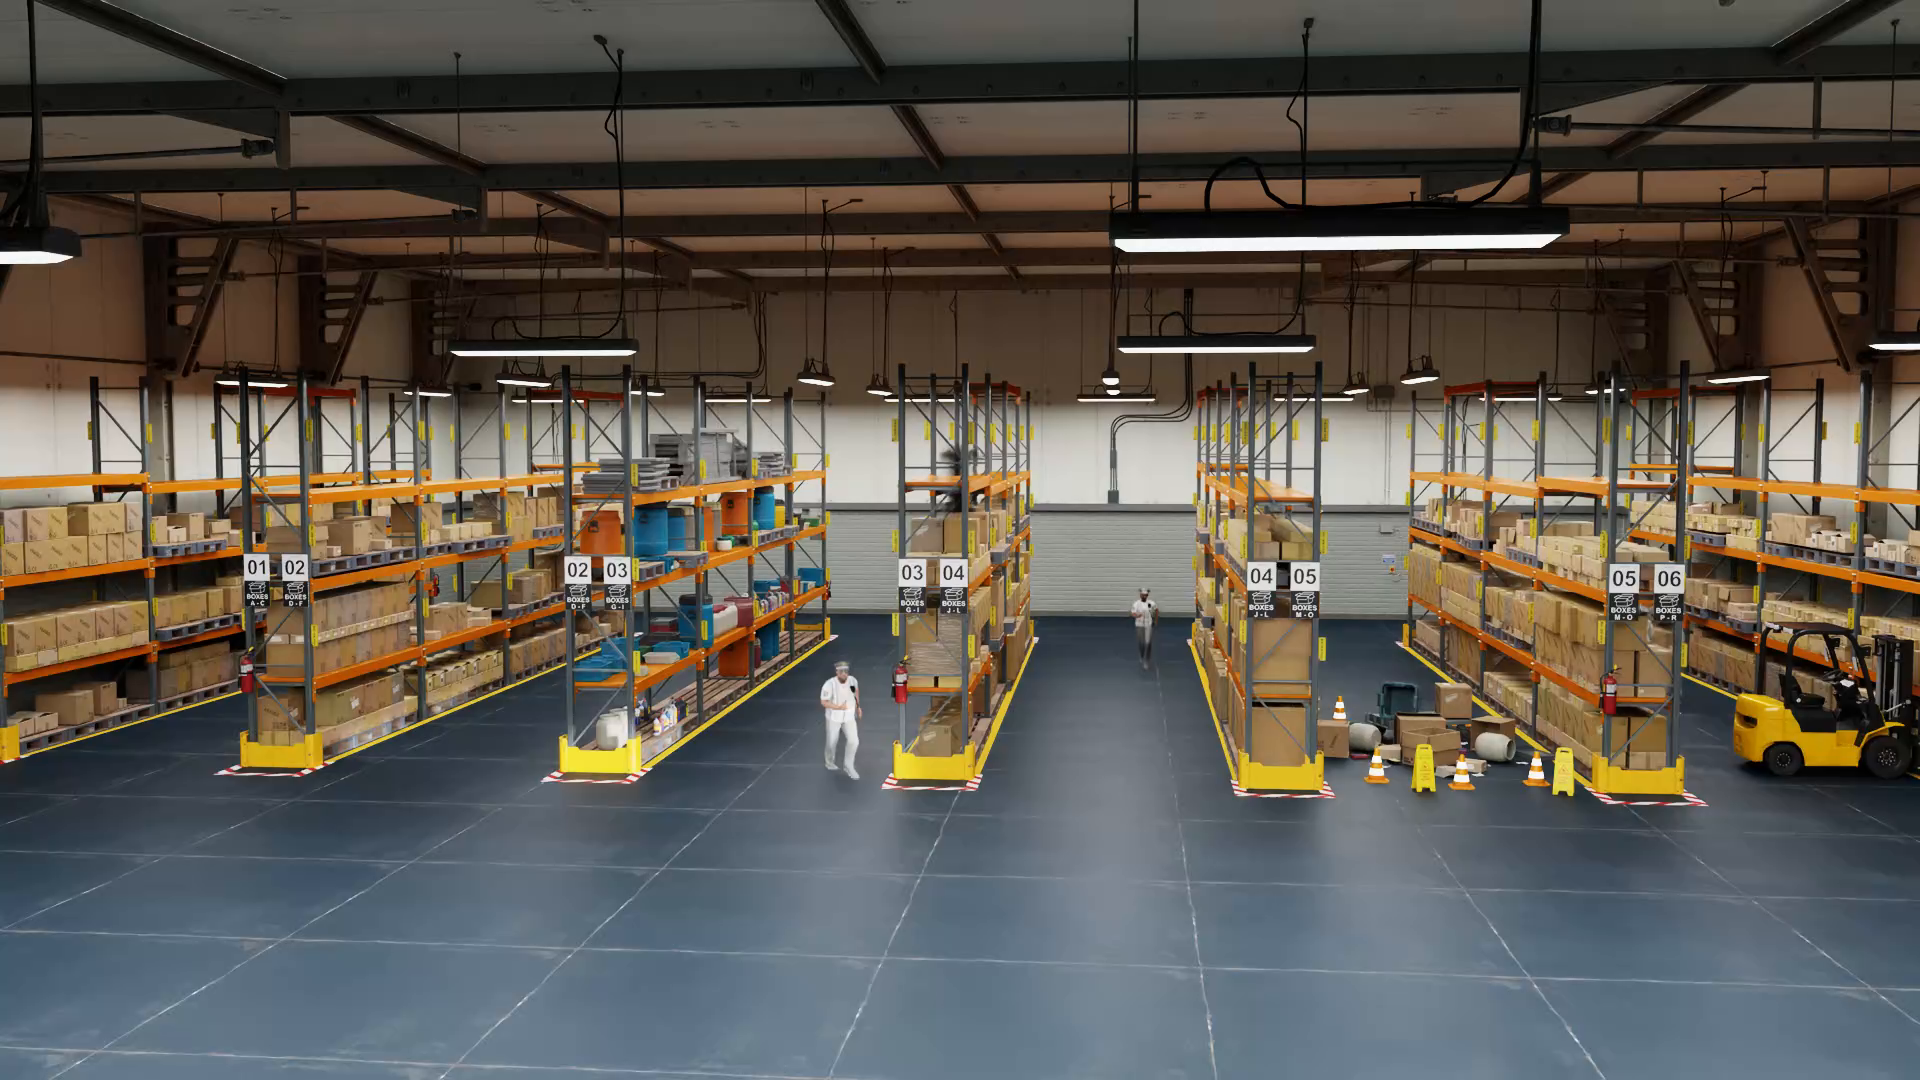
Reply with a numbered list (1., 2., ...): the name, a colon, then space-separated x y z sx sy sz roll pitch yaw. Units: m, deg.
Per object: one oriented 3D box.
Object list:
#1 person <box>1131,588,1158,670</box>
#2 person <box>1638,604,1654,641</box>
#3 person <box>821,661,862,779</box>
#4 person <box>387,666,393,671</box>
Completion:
1. person: 3.934 1.881 35.498 0.539 1.750 0.848 1 4 13
2. person: 13.222 2.083 32.362 0.607 1.660 0.870 0 4 -7
3. person: -1.732 2.605 24.230 0.678 1.753 0.965 -1 4 -19
4. person: -11.224 2.122 32.227 0.649 1.630 0.808 -1 4 -11
